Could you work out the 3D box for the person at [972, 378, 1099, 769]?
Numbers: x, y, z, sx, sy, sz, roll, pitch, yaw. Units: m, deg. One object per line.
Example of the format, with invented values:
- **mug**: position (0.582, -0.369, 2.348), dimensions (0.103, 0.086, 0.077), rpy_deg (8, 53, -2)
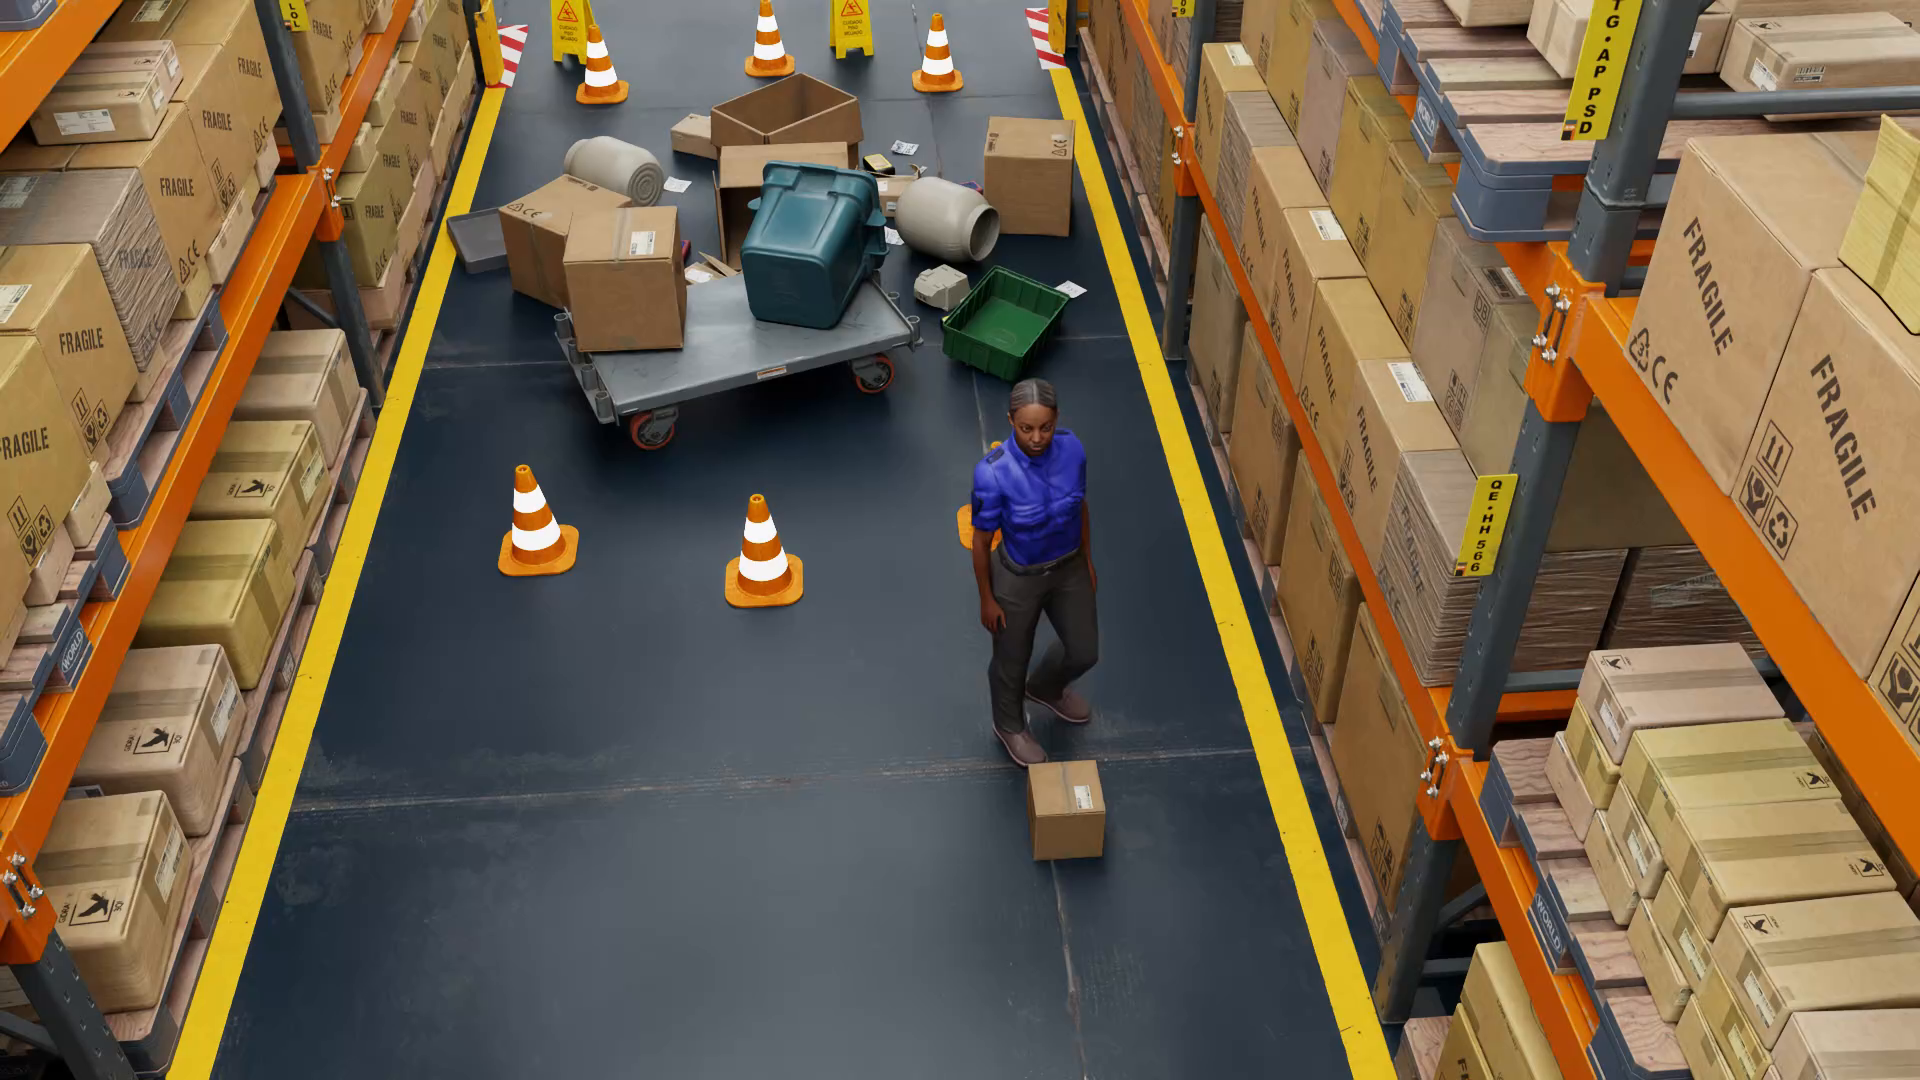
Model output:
- **person**: position (0.283, 0.125, 5.978), dimensions (0.523, 1.659, 0.364), rpy_deg (-19, 43, -22)
